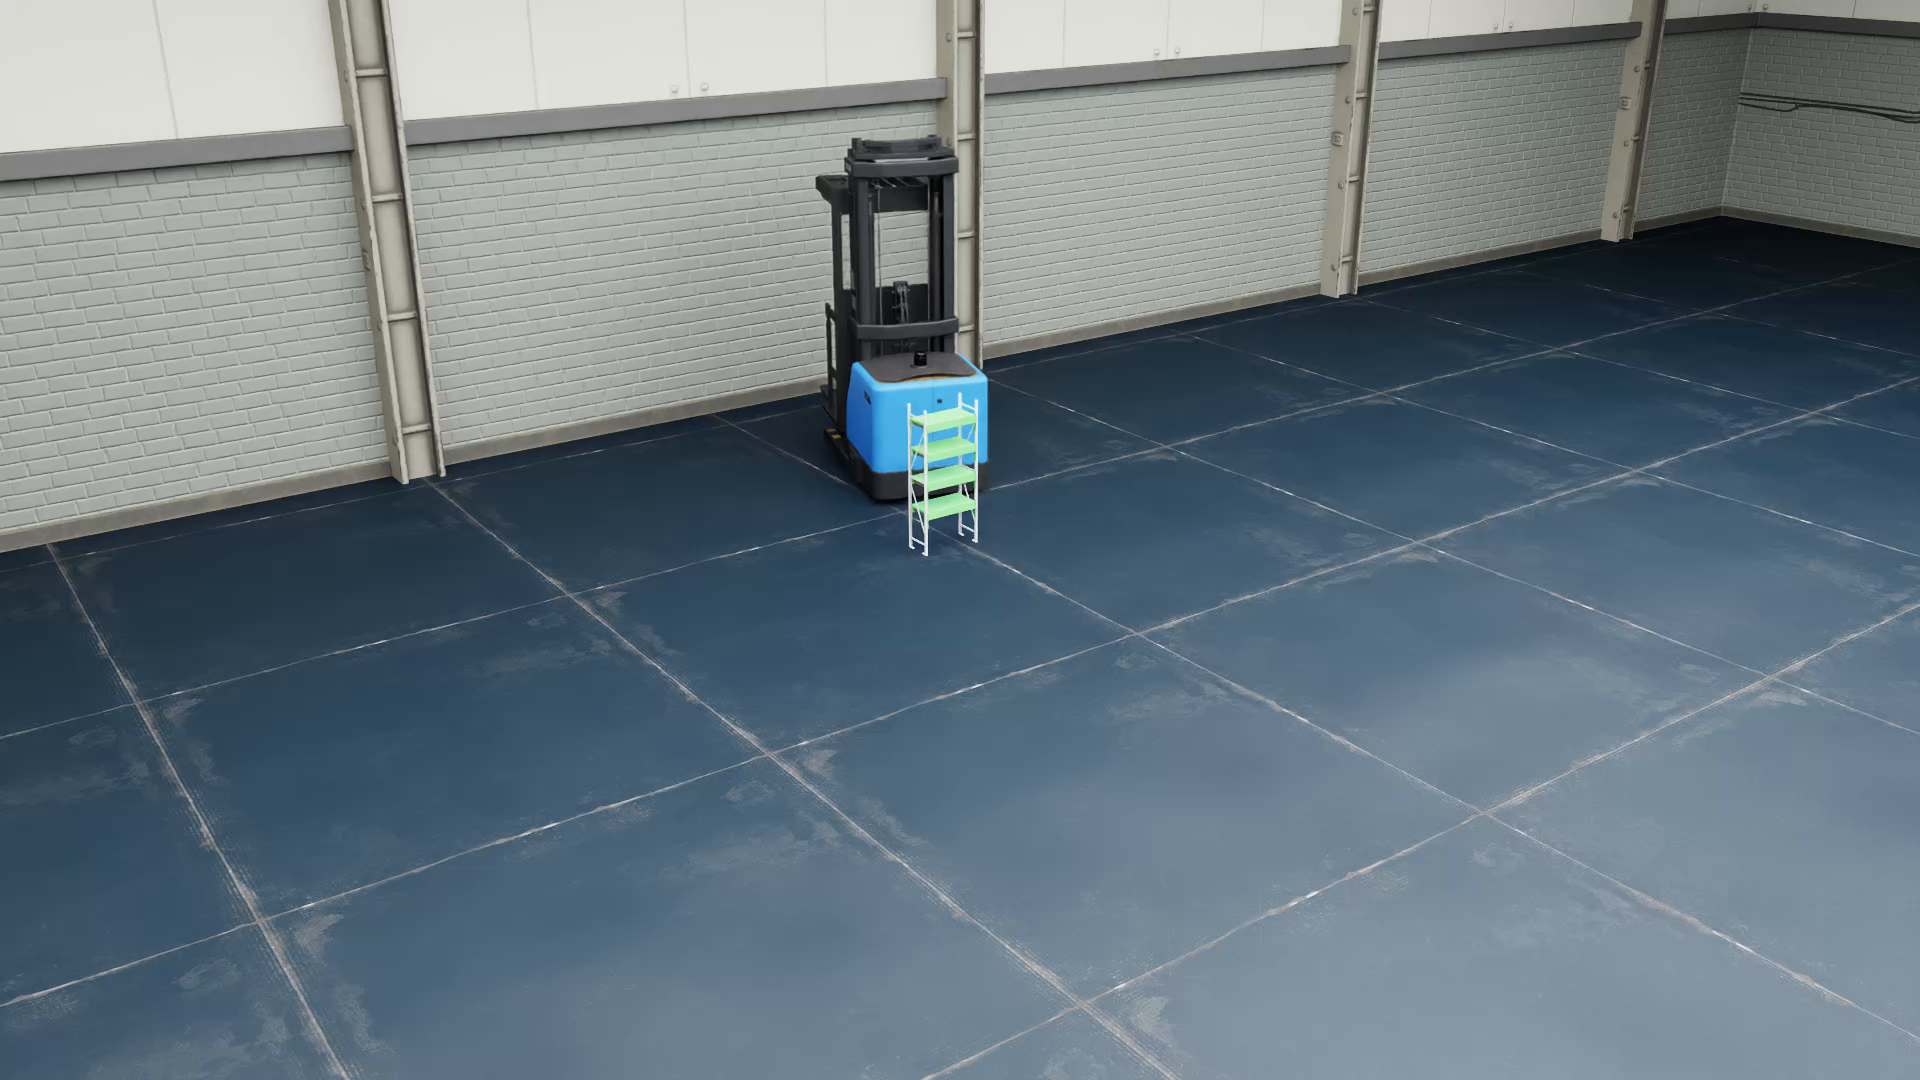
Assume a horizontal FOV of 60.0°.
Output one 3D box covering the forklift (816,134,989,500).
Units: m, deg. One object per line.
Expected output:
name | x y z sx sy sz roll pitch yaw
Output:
forklift | -0.658 -2.219 15.097 1.130 2.935 3.031 -6 23 -15

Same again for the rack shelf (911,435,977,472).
rack shelf | -0.134 -0.685 13.113 0.480 0.148 0.258 -15 26 -33

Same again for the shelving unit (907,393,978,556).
shelving unit | -0.134 -0.521 13.179 0.503 1.200 0.258 -15 26 -33

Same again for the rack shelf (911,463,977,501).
rack shelf | -0.134 -0.462 13.202 0.480 0.148 0.258 -15 26 -33

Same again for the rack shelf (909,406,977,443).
rack shelf | -0.134 -0.908 13.024 0.480 0.148 0.258 -15 26 -33

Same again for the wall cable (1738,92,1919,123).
wall cable | 12.909 -7.457 24.225 0.112 2.526 3.097 -15 26 -33

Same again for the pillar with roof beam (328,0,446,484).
pillar with roof beam | -2.352 -3.468 10.039 0.400 9.000 9.100 -15 26 -33

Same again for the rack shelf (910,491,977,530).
rack shelf | -0.134 -0.239 13.291 0.480 0.148 0.258 -15 26 -33

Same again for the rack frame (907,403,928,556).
rack frame | -0.332 -0.469 13.046 0.015 1.200 0.240 -15 26 -33

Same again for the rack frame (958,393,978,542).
rack frame | 0.064 -0.574 13.311 0.015 1.200 0.240 -15 26 -33

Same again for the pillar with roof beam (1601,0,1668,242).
pillar with roof beam | 12.259 -7.364 19.803 0.400 9.000 9.100 -15 26 -33

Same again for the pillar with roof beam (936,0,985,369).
pillar with roof beam | 2.518 -4.766 13.294 0.400 9.000 9.100 -15 26 -33

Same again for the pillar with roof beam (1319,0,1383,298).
pillar with roof beam | 7.389 -6.065 16.548 0.400 9.000 9.100 -15 26 -33
